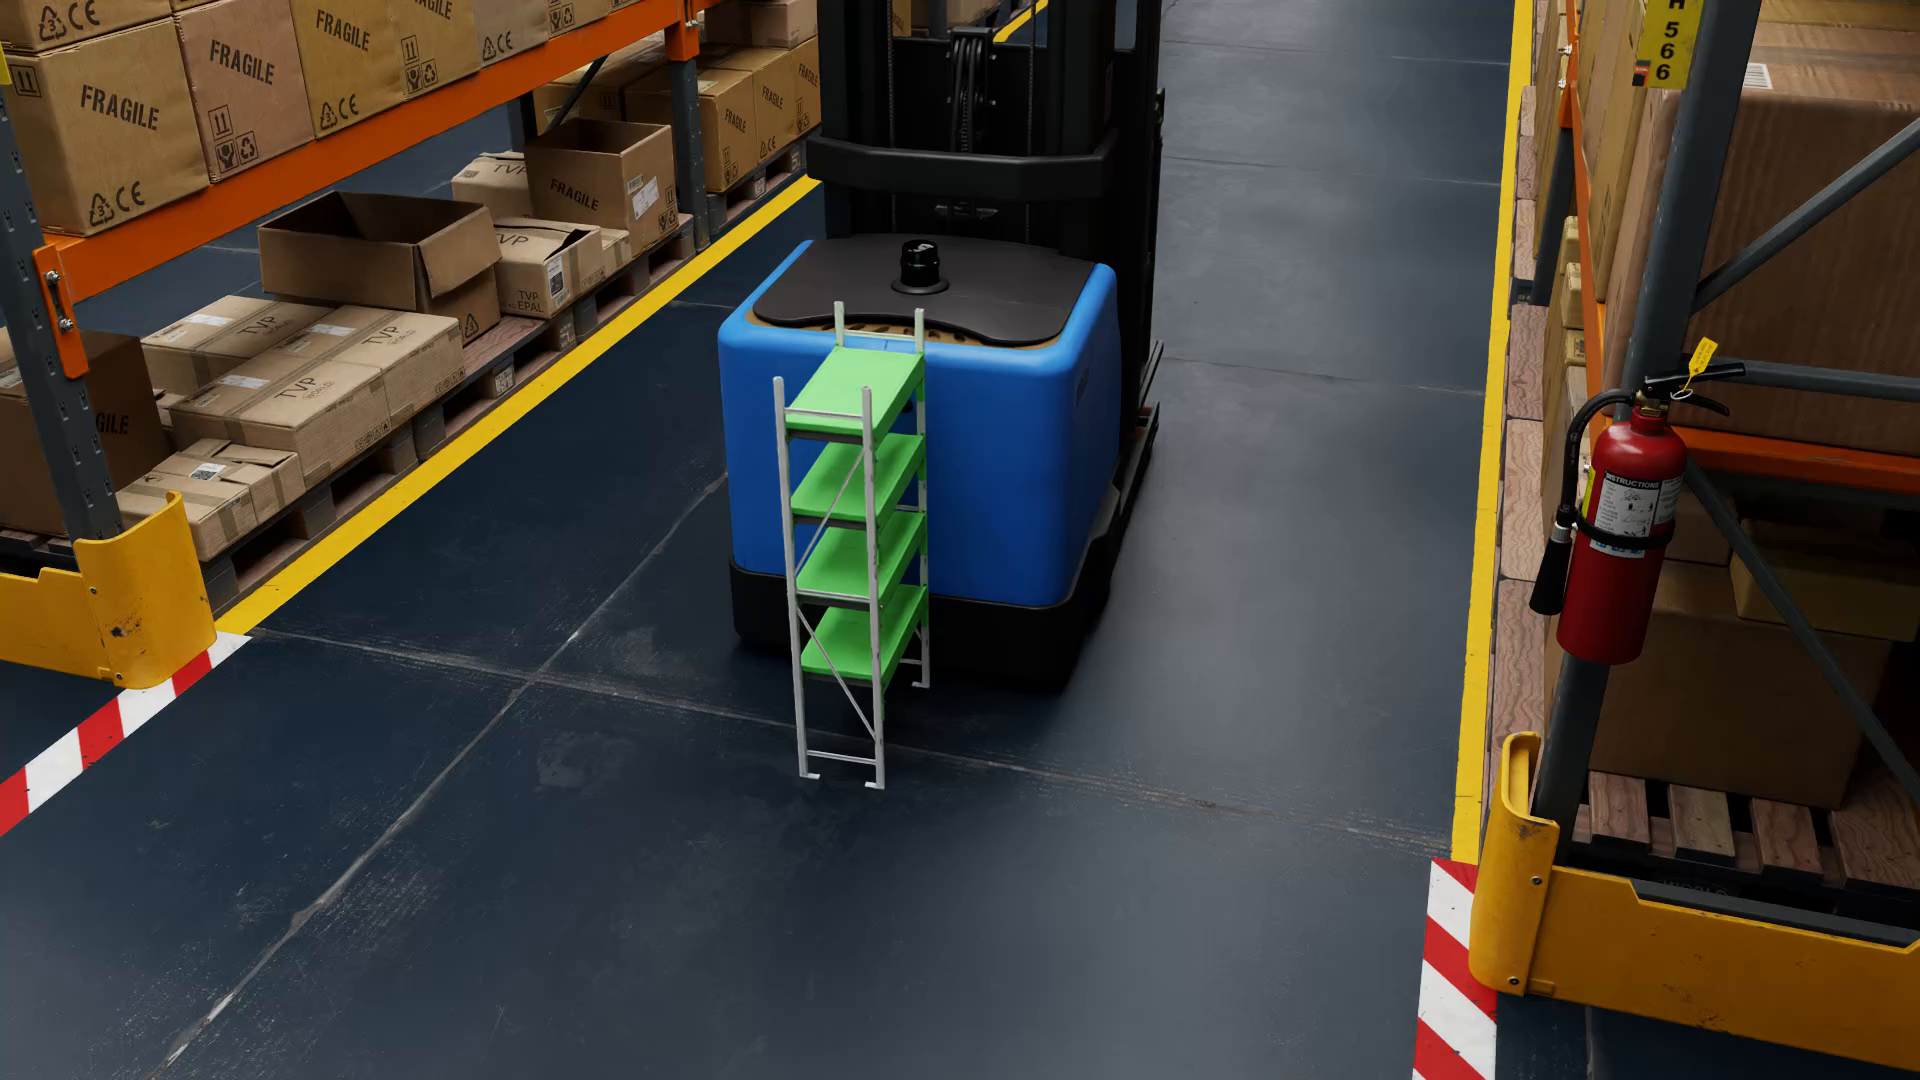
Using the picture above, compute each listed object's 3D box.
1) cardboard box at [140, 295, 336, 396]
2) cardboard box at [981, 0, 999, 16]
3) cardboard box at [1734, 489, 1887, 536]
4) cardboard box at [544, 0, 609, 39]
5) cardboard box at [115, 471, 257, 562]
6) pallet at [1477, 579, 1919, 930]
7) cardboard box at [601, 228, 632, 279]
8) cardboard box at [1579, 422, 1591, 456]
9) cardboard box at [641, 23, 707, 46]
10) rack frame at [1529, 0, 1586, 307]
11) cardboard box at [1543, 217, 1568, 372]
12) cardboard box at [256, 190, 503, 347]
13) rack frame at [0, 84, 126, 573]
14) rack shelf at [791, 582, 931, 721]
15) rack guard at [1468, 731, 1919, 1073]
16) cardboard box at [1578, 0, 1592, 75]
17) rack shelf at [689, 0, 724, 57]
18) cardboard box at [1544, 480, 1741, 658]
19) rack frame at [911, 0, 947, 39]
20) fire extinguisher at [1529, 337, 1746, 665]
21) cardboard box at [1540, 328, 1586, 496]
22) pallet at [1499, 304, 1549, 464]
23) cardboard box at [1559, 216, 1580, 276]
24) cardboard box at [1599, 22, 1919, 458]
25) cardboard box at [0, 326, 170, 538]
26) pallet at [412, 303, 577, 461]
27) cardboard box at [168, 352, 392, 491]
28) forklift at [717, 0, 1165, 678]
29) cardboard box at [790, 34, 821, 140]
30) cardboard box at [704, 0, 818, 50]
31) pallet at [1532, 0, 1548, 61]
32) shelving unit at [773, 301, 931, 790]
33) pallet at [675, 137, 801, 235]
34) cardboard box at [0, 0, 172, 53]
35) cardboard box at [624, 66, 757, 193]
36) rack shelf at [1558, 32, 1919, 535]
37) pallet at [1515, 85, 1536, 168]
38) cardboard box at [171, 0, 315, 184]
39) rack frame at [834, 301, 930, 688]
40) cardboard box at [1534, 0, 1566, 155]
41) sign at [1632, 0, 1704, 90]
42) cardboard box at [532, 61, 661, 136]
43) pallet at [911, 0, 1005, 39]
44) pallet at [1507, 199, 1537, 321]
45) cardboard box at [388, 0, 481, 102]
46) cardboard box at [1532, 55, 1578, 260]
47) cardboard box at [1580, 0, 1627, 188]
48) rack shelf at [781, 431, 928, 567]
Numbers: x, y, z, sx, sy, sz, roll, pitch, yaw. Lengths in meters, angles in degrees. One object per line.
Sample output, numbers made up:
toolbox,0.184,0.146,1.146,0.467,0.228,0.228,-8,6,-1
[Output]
cardboard box,-2.703,-0.701,6.300,0.500,0.250,0.500,8,30,15
cardboard box,-0.005,-4.120,12.467,0.500,0.250,0.500,8,30,13
cardboard box,2.214,-0.143,4.393,0.380,0.149,0.250,9,30,15
cardboard box,-1.812,-2.379,6.838,0.500,0.500,0.500,9,30,16
cardboard box,-2.483,-0.077,5.283,0.380,0.149,0.250,8,30,15
pallet,1.962,0.556,4.533,1.003,0.211,1.213,8,30,15
cardboard box,-1.709,-1.302,7.485,0.380,0.149,0.250,8,30,15
cardboard box,1.850,-0.198,4.493,0.380,0.149,0.250,9,30,16
cardboard box,-1.589,-2.675,9.592,0.500,0.500,0.500,9,30,15
rack frame,2.976,-2.139,6.509,1.000,3.000,0.127,8,30,15
cardboard box,2.659,-0.897,6.416,0.700,0.500,0.500,9,30,16
cardboard box,-2.307,-1.071,6.705,0.797,0.503,0.637,8,30,15
rack frame,-2.934,-0.985,4.435,1.000,3.000,0.127,8,30,15
rack shelf,-0.266,0.287,4.614,0.258,0.148,0.480,7,31,12
rack guard,1.795,0.824,3.755,1.175,0.500,0.348,8,30,15
cardboard box,2.801,-2.020,5.987,0.980,0.700,0.700,9,30,16
rack shelf,-1.173,-3.459,9.622,1.077,0.370,4.000,8,30,15
cardboard box,2.059,0.057,4.701,0.700,0.500,0.500,8,30,15
rack frame,-0.586,-4.703,11.118,1.000,3.000,0.127,8,30,15
fire extinguisher,1.317,-0.079,3.269,0.296,0.674,0.183,8,30,15
cardboard box,2.355,-0.426,5.569,0.700,0.500,0.500,9,30,16
pallet,2.678,-0.578,6.572,1.003,0.211,1.213,8,30,15
cardboard box,2.384,-1.047,6.019,0.380,0.149,0.250,10,30,17
cardboard box,1.942,-0.649,3.523,0.980,0.700,0.700,10,31,17
cardboard box,-3.010,-0.373,5.453,0.500,0.500,0.500,8,30,15
pallet,-2.319,-0.737,6.858,1.003,0.211,1.213,8,30,15
cardboard box,-2.357,-0.420,5.795,0.500,0.250,0.500,8,30,15
forklift,0.146,-1.576,5.568,1.130,2.935,3.031,7,30,12
cardboard box,-1.086,-2.614,9.483,0.500,0.500,0.500,9,30,15
cardboard box,-1.092,-2.926,9.272,0.500,0.250,0.500,9,30,15
pallet,4.741,-3.707,12.197,1.003,0.211,1.213,8,30,15
shelving unit,-0.268,0.024,4.461,0.258,1.200,0.503,7,31,12
pallet,-1.558,-2.008,9.143,1.003,0.211,1.213,8,30,15
cardboard box,-2.552,-1.634,4.470,0.500,0.500,0.500,9,30,16
cardboard box,-1.385,-2.134,8.619,0.500,0.500,0.500,7,30,13
rack shelf,2.389,-0.895,5.013,1.077,0.370,4.000,8,30,15
pallet,3.847,-2.423,9.889,1.003,0.211,1.213,8,30,15
cardboard box,-2.406,-1.438,5.146,0.500,0.500,0.500,8,30,14
rack frame,-0.210,-0.095,4.665,0.240,1.200,0.015,7,31,12
cardboard box,3.546,-2.512,8.960,0.750,0.750,0.750,8,30,15
sign,1.287,-0.973,2.979,0.100,0.325,0.005,8,30,15
cardboard box,-1.890,-2.214,8.763,0.500,0.500,0.500,8,30,15
pallet,-0.307,-3.861,12.474,1.003,0.211,1.213,8,30,15
pallet,3.131,-1.289,7.851,1.003,0.211,1.213,8,30,15
cardboard box,-2.107,-1.903,5.982,0.500,0.500,0.500,9,30,16
cardboard box,3.043,-1.703,7.506,0.750,0.750,0.750,9,30,15
cardboard box,2.378,-1.342,4.768,0.980,0.700,0.700,7,30,12
rack shelf,-0.269,-0.128,4.372,0.258,0.148,0.480,7,31,12
